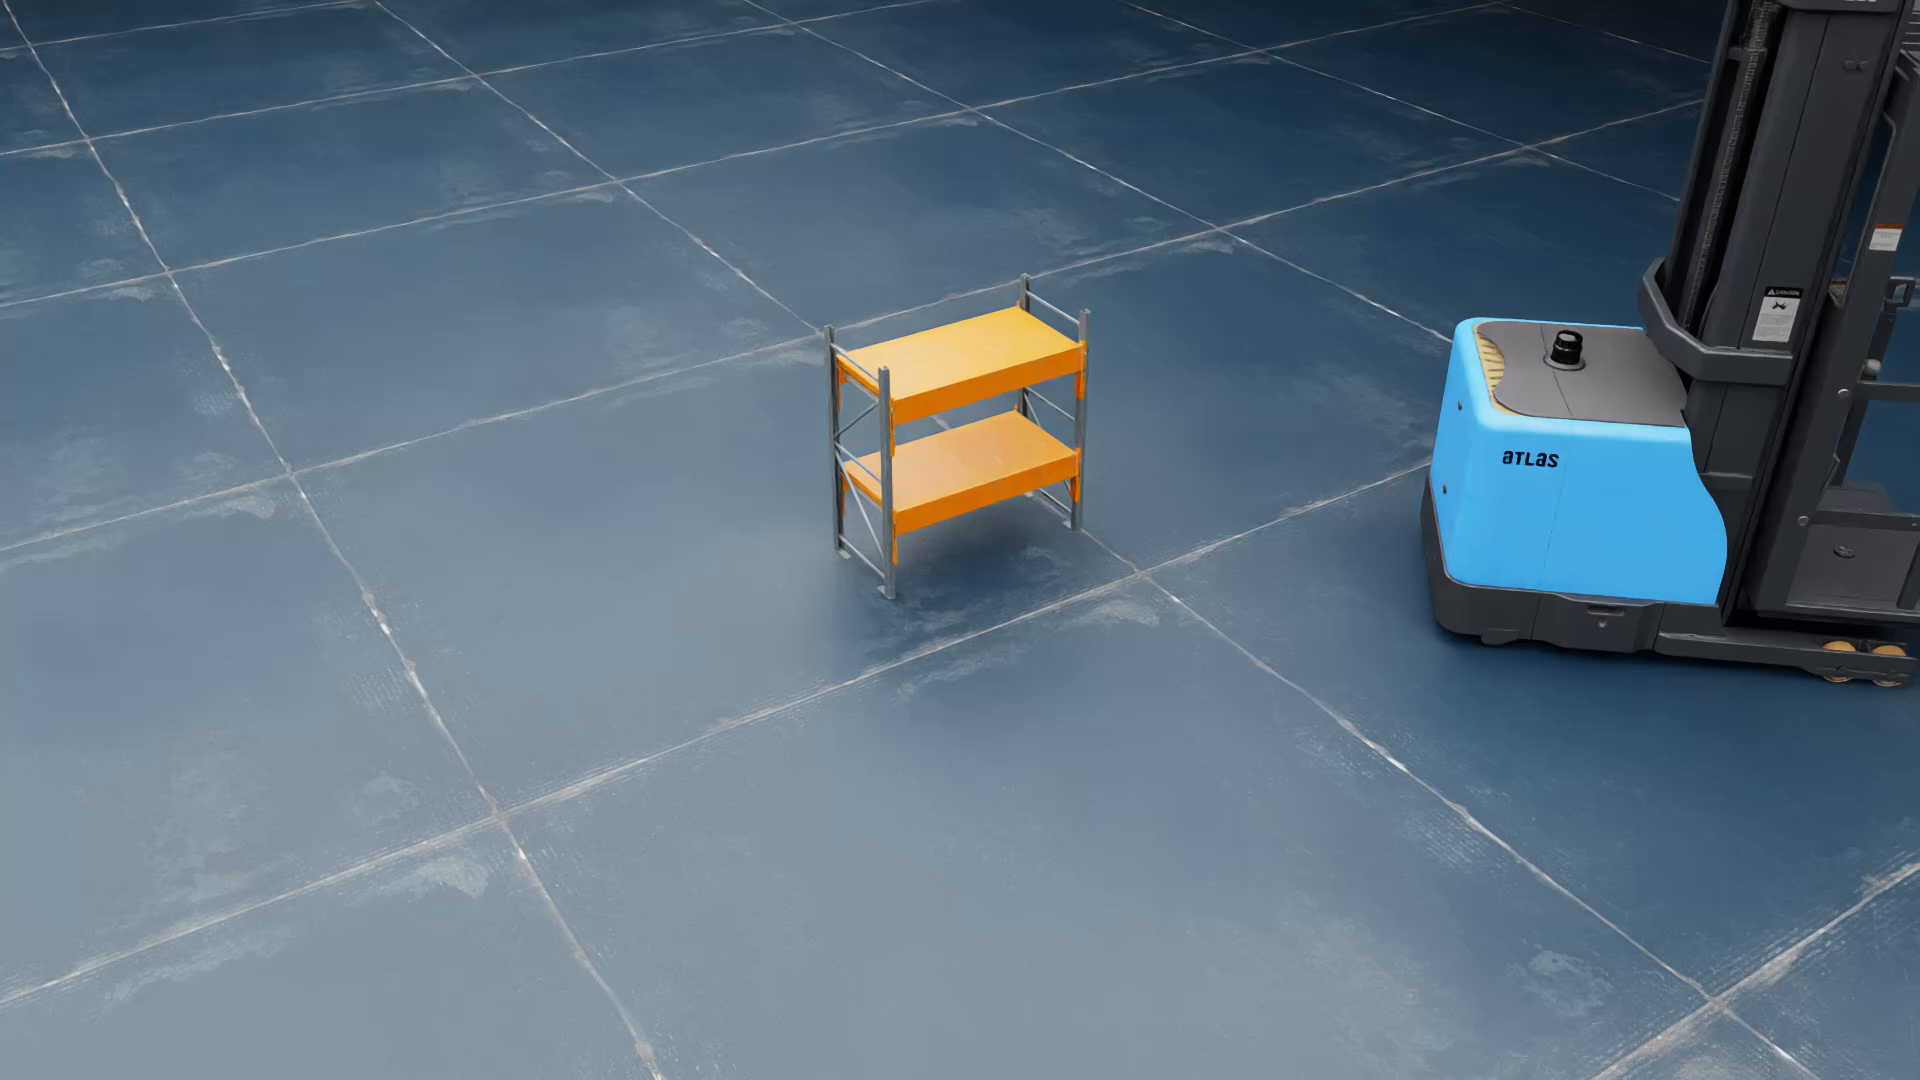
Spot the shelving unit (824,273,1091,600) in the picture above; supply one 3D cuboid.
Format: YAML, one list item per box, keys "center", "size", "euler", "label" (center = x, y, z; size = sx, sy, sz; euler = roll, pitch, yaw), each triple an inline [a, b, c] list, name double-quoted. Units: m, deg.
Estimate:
- center: [-0.006, -0.474, 7.447]
  size: [1.048, 1.125, 0.538]
  euler: [-19, 37, -27]
  label: "shelving unit"

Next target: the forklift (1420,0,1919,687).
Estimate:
- center: [3.589, -0.946, 6.502]
  size: [3.031, 2.935, 1.130]
  euler: [5, 33, 7]
  label: "forklift"

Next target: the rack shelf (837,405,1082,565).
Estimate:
- center: [-0.006, -0.267, 7.577]
  size: [1.000, 0.278, 0.538]
  euler: [-19, 37, -27]
  label: "rack shelf"

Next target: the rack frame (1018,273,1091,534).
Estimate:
- center: [0.422, -0.621, 7.680]
  size: [0.032, 1.125, 0.500]
  euler: [-19, 37, -27]
  label: "rack frame"

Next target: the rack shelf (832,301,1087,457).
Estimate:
- center: [-0.006, -0.721, 7.291]
  size: [1.000, 0.278, 0.538]
  euler: [-19, 37, -27]
  label: "rack shelf"

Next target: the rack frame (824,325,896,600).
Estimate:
- center: [-0.433, -0.327, 7.214]
  size: [0.032, 1.125, 0.500]
  euler: [-19, 37, -27]
  label: "rack frame"
